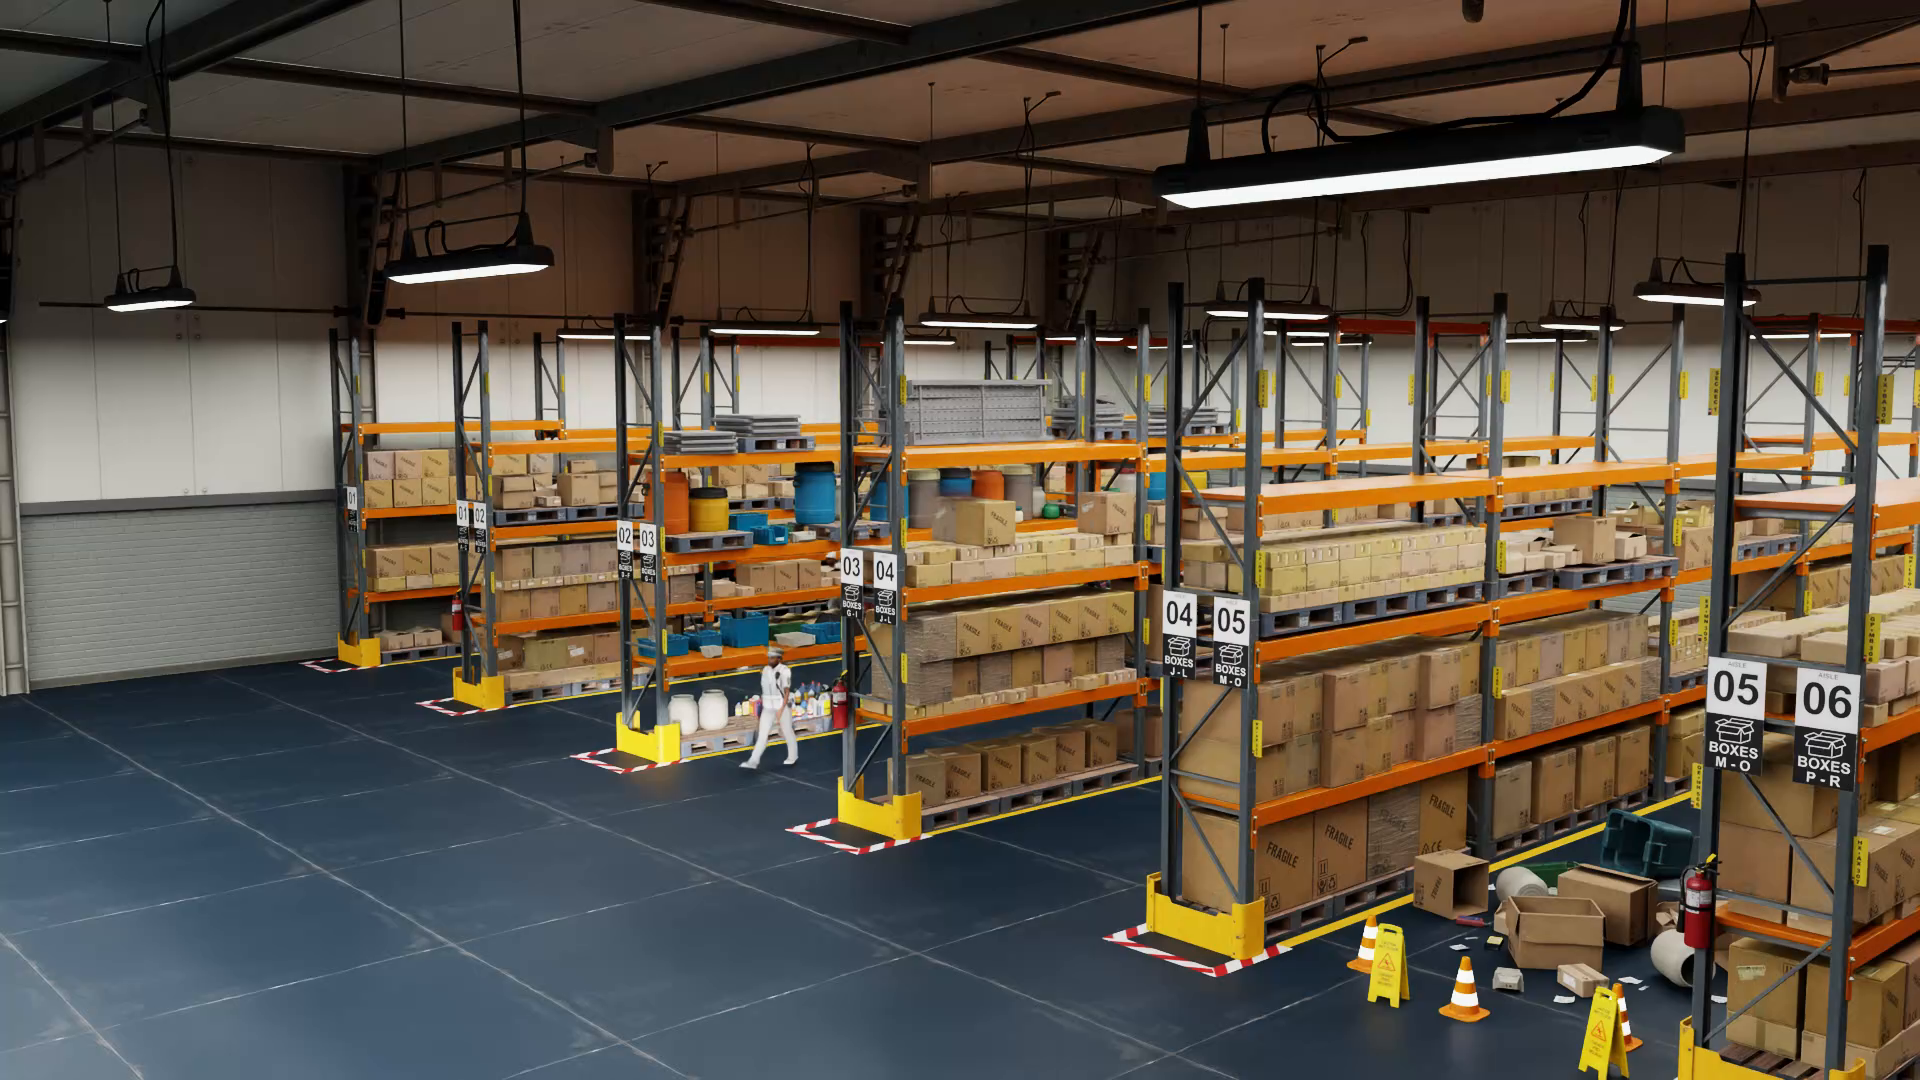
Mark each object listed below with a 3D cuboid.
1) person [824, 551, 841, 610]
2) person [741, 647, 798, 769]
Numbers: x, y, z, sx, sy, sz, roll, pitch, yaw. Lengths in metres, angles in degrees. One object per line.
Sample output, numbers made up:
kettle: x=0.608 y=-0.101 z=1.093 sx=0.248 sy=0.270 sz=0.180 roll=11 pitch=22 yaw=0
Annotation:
person: x=-2.459 y=1.037 z=33.400 sx=0.700 sy=1.666 sz=0.660 roll=-4 pitch=7 yaw=-33
person: x=-2.449 y=2.189 z=21.720 sx=0.491 sy=1.621 sz=1.051 roll=2 pitch=6 yaw=18
